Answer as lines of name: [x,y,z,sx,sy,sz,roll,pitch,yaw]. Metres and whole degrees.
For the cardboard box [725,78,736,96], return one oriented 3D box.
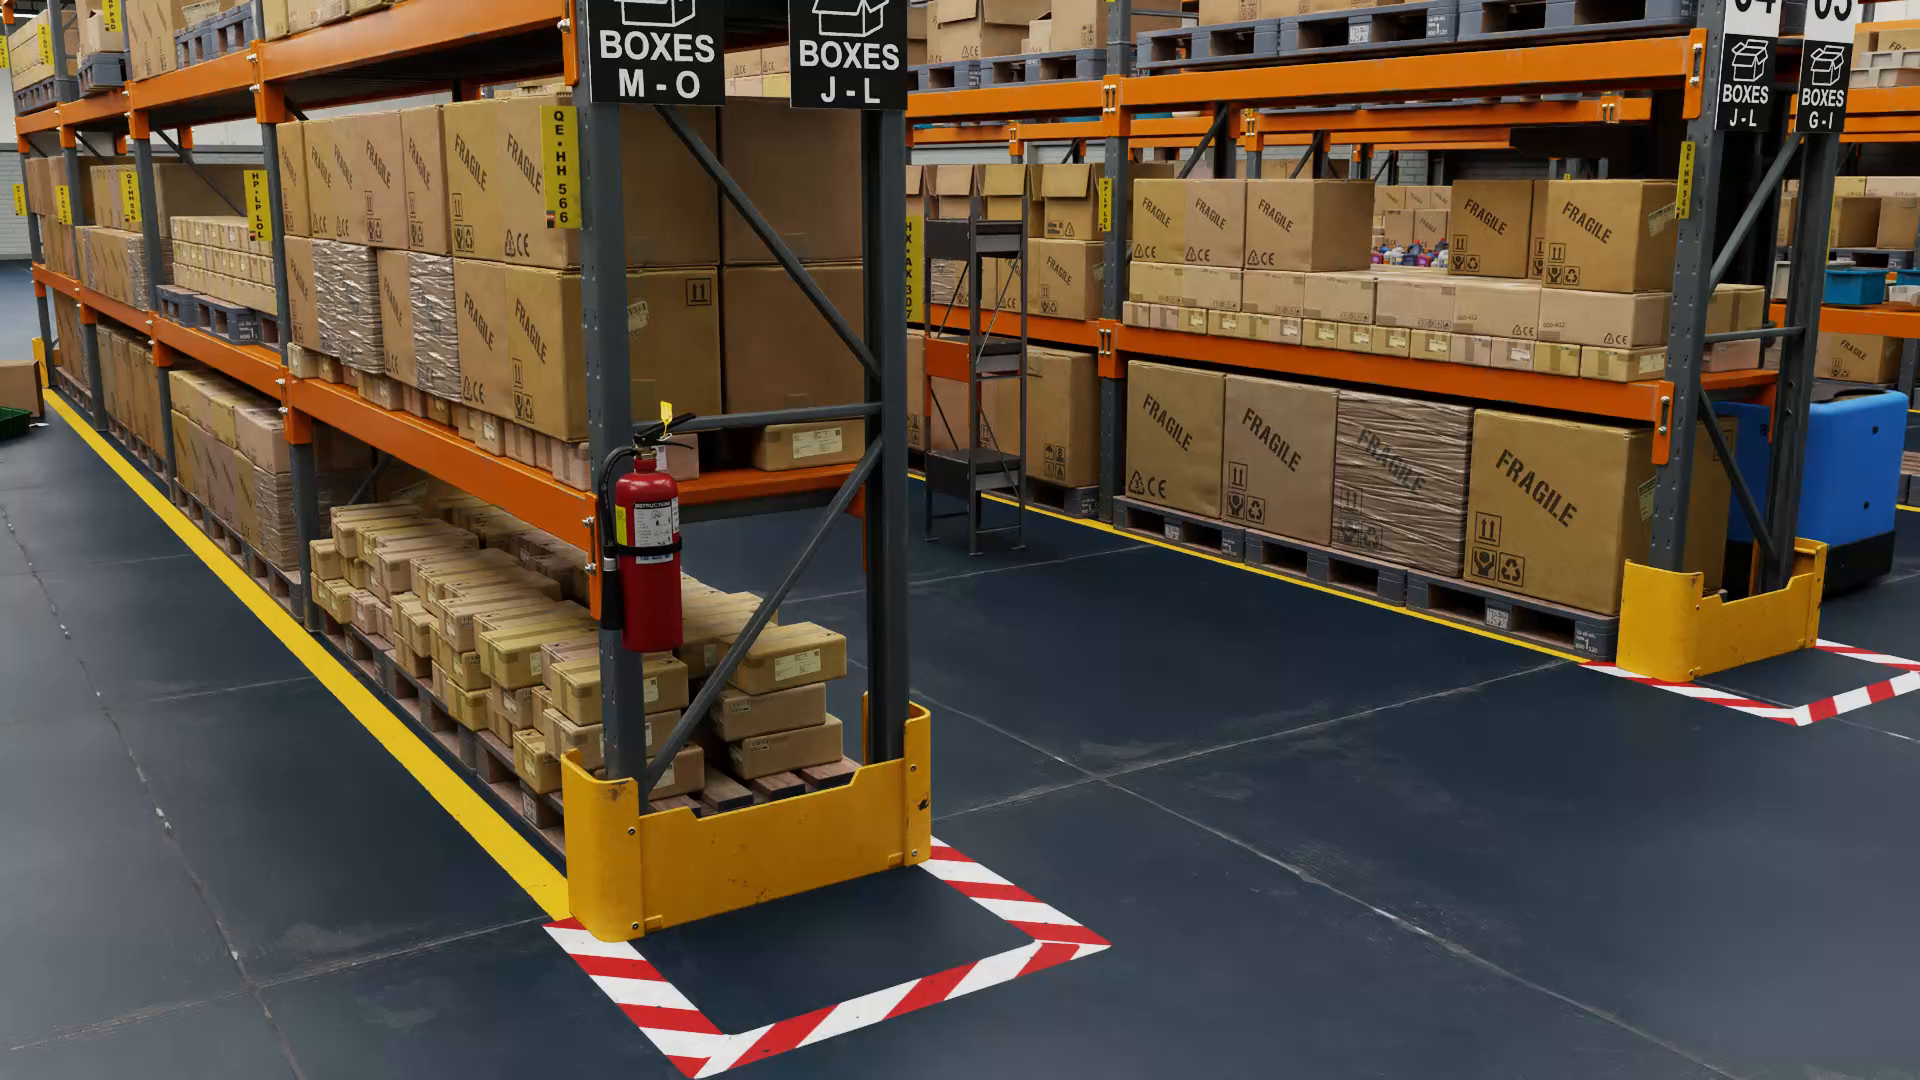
cardboard box: [-1.888,-3.971,14.829,0.500,0.250,0.500,-8,14,-31]

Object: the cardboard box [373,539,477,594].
cardboard box: [-2.288,0.110,7.136,0.380,0.149,0.250,-8,15,-32]

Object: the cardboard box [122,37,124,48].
cardboard box: [-5.559,-3.464,11.488,0.380,0.166,0.250,-8,15,-33]

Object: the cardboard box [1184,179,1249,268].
cardboard box: [1.676,-1.870,9.792,0.500,0.500,0.500,-8,15,-33]

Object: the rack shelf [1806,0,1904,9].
rack shelf: [8.498,-5.547,17.284,1.077,0.370,4.000,-8,15,-33]

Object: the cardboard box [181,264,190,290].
cardboard box: [-4.816,-1.709,10.762,0.380,0.149,0.250,-7,14,-30]

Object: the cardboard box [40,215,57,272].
cardboard box: [-8.704,-3.004,16.725,0.875,0.550,0.550,-8,15,-33]

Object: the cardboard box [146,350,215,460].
cardboard box: [-5.306,-1.003,12.210,1.050,0.750,0.750,-8,15,-34]

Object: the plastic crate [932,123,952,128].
plastic crate: [-0.178,-5.219,20.802,0.243,0.136,0.396,-8,15,-33]

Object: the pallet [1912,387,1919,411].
pallet: [9.986,-1.323,15.918,1.003,0.211,1.213,-8,15,-33]

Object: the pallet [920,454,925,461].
pallet: [-0.485,-0.836,13.689,1.003,0.211,1.213,-8,15,-33]

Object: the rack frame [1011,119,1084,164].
rack frame: [1.048,-3.645,20.007,1.000,3.000,0.127,-8,15,-33]

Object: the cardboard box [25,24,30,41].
cardboard box: [-8.570,-4.773,15.649,0.380,0.149,0.250,-8,15,-32]

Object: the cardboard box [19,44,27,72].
cardboard box: [-8.860,-4.696,16.232,0.500,0.250,0.500,-8,15,-33]

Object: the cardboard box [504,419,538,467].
cardboard box: [-1.285,-0.349,5.522,0.380,0.149,0.250,-8,15,-33]

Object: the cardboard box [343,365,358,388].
cardboard box: [-2.547,-0.776,7.479,0.380,0.149,0.250,-9,15,-35]

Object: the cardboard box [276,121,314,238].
cardboard box: [-2.781,-1.640,7.570,0.500,0.500,0.500,-8,14,-31]

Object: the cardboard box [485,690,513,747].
cardboard box: [-1.526,0.630,6.149,0.380,0.149,0.250,-8,15,-32]

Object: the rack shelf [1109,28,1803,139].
rack shelf: [2.465,-2.394,8.950,1.077,0.370,4.000,-8,15,-33]

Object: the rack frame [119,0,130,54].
rack frame: [-5.044,-4.709,10.830,1.000,3.000,0.127,-8,15,-33]

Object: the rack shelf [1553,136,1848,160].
rack shelf: [10.404,-5.576,23.499,1.077,0.370,4.000,-8,15,-33]

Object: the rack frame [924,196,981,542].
rack frame: [-0.043,-1.040,10.201,0.400,2.100,0.015,-8,15,-33]

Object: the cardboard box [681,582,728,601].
cardboard box: [-1.111,0.279,6.361,0.380,0.149,0.250,-9,15,-36]

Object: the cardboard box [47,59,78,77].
cardboard box: [-7.728,-4.113,14.498,0.380,0.149,0.250,-8,15,-33]

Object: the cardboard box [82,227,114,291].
cardboard box: [-6.912,-2.323,13.730,0.500,0.500,0.500,-8,15,-32]

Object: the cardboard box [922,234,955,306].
cardboard box: [0.034,-2.006,12.280,0.500,0.500,0.500,-8,15,-33]

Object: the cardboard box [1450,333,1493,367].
cardboard box: [2.680,-0.961,8.325,0.380,0.149,0.250,-8,15,-32]

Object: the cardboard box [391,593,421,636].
cardboard box: [-2.146,0.304,6.945,0.380,0.149,0.250,-8,15,-33]

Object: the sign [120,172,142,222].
sign: [-5.504,-2.277,11.044,0.100,0.325,0.005,-8,15,-33]

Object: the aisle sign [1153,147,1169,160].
aisle sign: [3.166,-6.258,25.873,0.394,0.787,0.004,-8,15,-33]

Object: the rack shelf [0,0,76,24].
rack shelf: [-8.368,-5.229,15.829,1.077,0.370,4.000,-8,15,-33]

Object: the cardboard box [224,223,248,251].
cardboard box: [-3.934,-1.720,9.418,0.380,0.149,0.250,-9,15,-35]

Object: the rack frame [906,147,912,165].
rack frame: [-0.859,-2.347,14.073,1.000,3.000,0.127,-8,15,-33]

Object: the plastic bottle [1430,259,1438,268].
plastic bottle: [4.221,-2.394,14.753,0.097,0.201,0.097,0,12,0]

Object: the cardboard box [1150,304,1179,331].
cardboard box: [1.390,-1.374,10.213,0.380,0.149,0.250,-9,15,-35]

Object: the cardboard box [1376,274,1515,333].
cardboard box: [2.521,-1.232,8.629,0.500,0.250,0.500,-9,15,-35]

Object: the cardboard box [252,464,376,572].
cardboard box: [-3.447,-0.152,8.906,0.500,0.500,0.500,-8,15,-34]

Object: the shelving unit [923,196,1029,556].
shelving unit: [0.092,-0.996,10.003,0.431,2.100,0.503,-8,15,-33]

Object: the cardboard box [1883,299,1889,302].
cardboard box: [11.810,-3.115,21.632,0.750,0.750,0.750,-8,15,-34]

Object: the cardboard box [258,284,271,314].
cardboard box: [-3.493,-1.287,8.830,0.380,0.149,0.250,-8,15,-33]

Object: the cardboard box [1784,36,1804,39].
cardboard box: [8.647,-4.911,17.325,0.600,0.600,0.600,-9,15,-35]

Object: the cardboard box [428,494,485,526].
cardboard box: [-2.414,-0.137,8.266,0.380,0.149,0.250,-8,14,-31]

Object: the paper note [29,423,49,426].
paper note: [-8.386,-1.052,15.098,0.142,0.020,0.147,4,13,16]

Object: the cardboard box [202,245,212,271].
cardboard box: [-4.363,-1.712,10.077,0.380,0.149,0.250,-8,15,-33]

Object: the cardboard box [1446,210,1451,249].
cardboard box: [6.447,-3.864,20.777,0.500,0.500,0.500,-9,15,-36]

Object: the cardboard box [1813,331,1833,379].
cardboard box: [8.827,-1.944,17.052,0.500,0.500,0.500,-8,15,-33]

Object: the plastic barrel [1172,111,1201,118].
plastic barrel: [2.366,-4.530,17.356,0.301,0.262,0.301,0,12,0]

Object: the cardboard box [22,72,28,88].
cardboard box: [-8.994,-4.519,16.354,0.380,0.149,0.250,-8,15,-33]

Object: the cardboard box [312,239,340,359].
cardboard box: [-2.483,-1.056,7.238,0.500,0.500,0.500,-8,15,-33]

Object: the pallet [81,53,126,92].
pallet: [-5.445,-3.259,11.666,1.213,0.211,1.003,-7,14,-30]

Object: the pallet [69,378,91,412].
pallet: [-8.296,-1.489,16.676,1.003,0.211,1.213,-8,15,-33]

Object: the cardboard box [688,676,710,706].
cardboard box: [-0.793,0.508,6.011,0.380,0.149,0.250,-8,15,-33]

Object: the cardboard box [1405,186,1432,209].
cardboard box: [7.640,-5.529,27.174,0.500,0.500,0.500,-9,15,-35]

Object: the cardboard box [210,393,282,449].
cardboard box: [-4.029,-0.705,9.676,0.500,0.250,0.500,-9,15,-35]

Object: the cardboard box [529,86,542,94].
cardboard box: [-4.639,-5.045,18.807,0.380,0.149,0.250,-9,15,-35]

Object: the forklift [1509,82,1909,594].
forklift: [3.871,-1.378,9.801,1.130,2.935,3.031,-9,15,-37]
